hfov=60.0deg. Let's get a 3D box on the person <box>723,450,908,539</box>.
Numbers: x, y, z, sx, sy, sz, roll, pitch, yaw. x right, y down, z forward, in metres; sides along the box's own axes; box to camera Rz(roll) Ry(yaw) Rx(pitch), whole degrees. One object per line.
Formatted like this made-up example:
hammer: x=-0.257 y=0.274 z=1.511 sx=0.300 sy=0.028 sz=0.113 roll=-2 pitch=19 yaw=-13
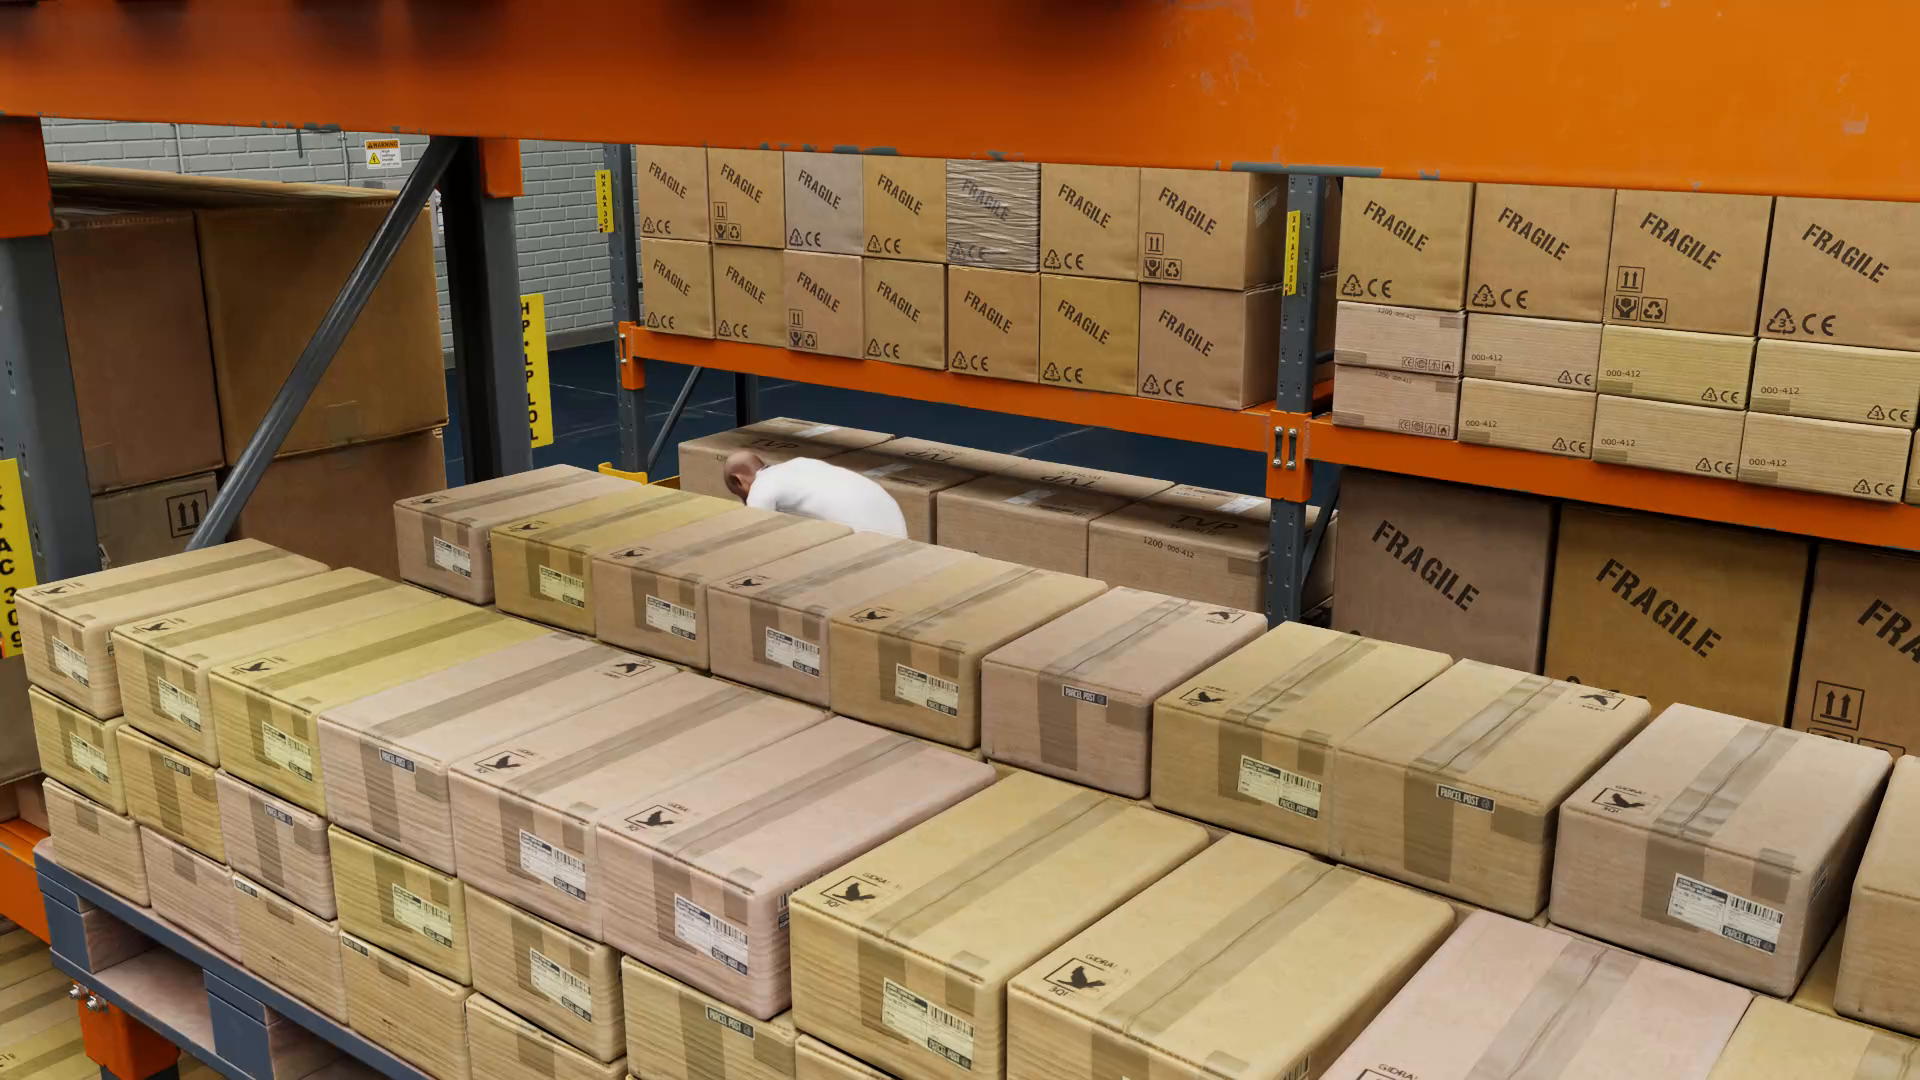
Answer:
person: x=-0.663 y=0.145 z=7.459 sx=0.936 sy=0.996 sz=0.591 roll=11 pitch=19 yaw=32
